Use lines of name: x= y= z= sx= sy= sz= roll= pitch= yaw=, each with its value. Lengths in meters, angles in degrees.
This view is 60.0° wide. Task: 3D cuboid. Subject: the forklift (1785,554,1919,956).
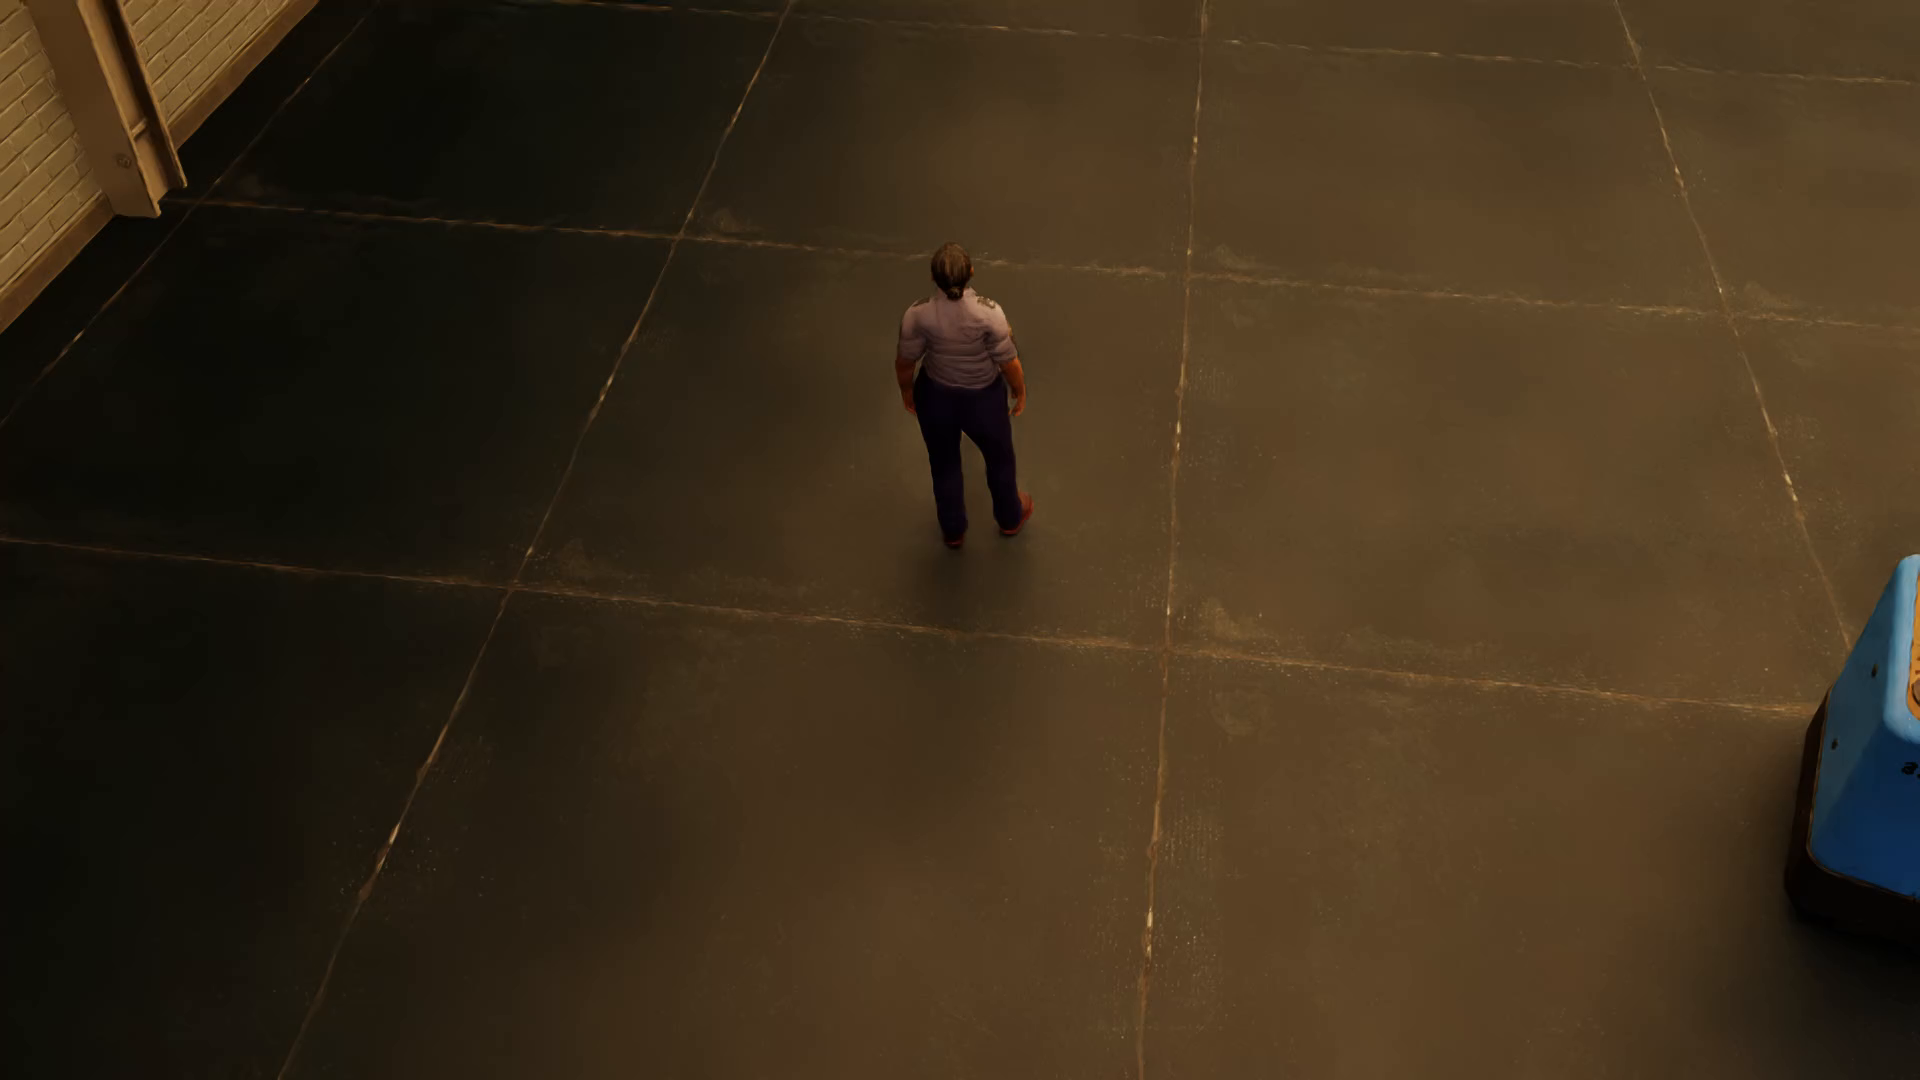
forklift: x=4.701 y=0.474 z=5.209 sx=3.031 sy=2.935 sz=1.130 roll=18 pitch=46 yaw=19

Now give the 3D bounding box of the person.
person: x=0.035 y=-0.666 z=7.396 sx=0.599 sy=1.637 sz=0.502 roll=5 pitch=43 yaw=6
